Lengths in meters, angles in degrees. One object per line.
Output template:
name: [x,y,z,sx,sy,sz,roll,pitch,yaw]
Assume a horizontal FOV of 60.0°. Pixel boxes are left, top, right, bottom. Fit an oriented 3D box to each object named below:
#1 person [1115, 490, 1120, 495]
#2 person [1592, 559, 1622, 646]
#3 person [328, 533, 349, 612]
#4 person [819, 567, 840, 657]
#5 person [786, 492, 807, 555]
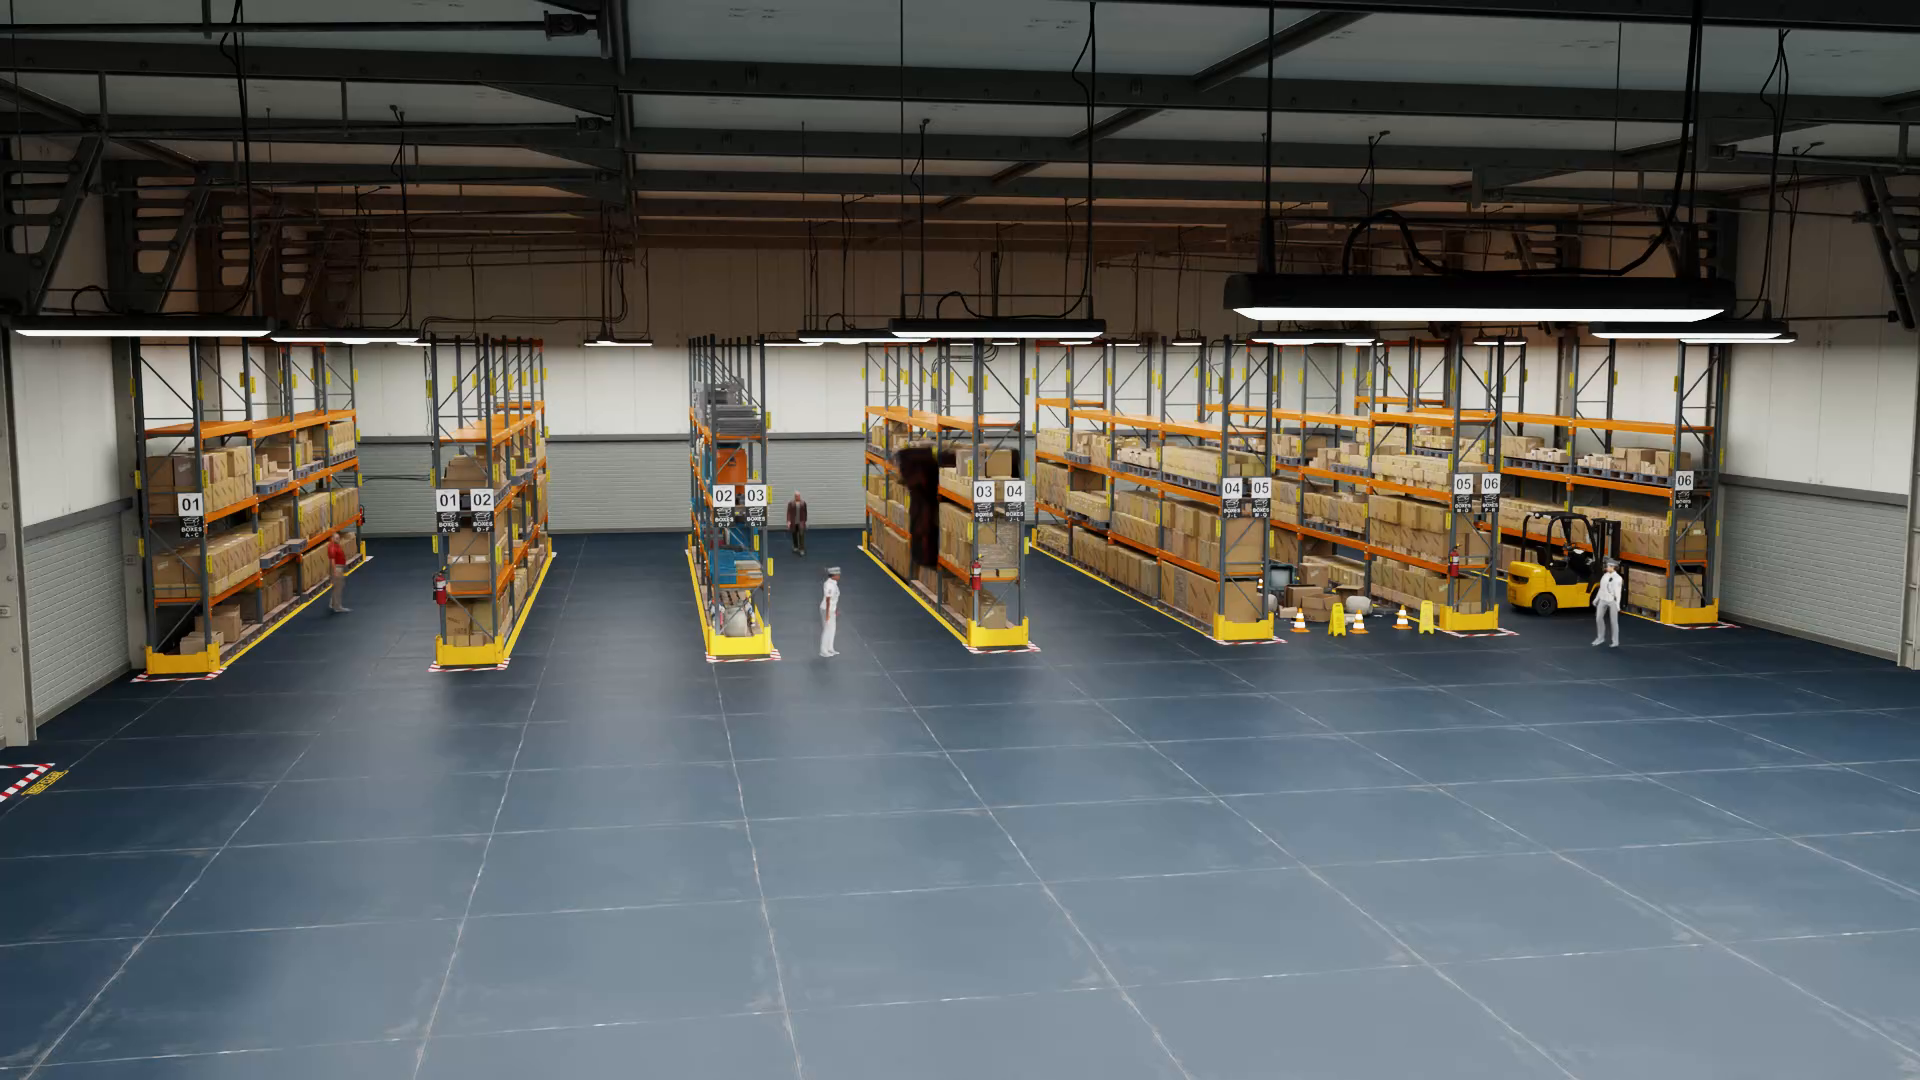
person: [4.507,-0.546,47.278,0.380,1.736,0.595,1,7,5]
person: [12.494,1.219,32.141,0.398,1.718,0.603,-4,8,-33]
person: [-13.603,0.709,36.351,0.402,1.755,0.565,-3,7,-24]
person: [-2.439,1.343,31.140,0.418,1.666,0.497,0,7,0]
person: [-4.567,-0.479,46.558,0.581,1.718,1.037,-1,7,-5]
